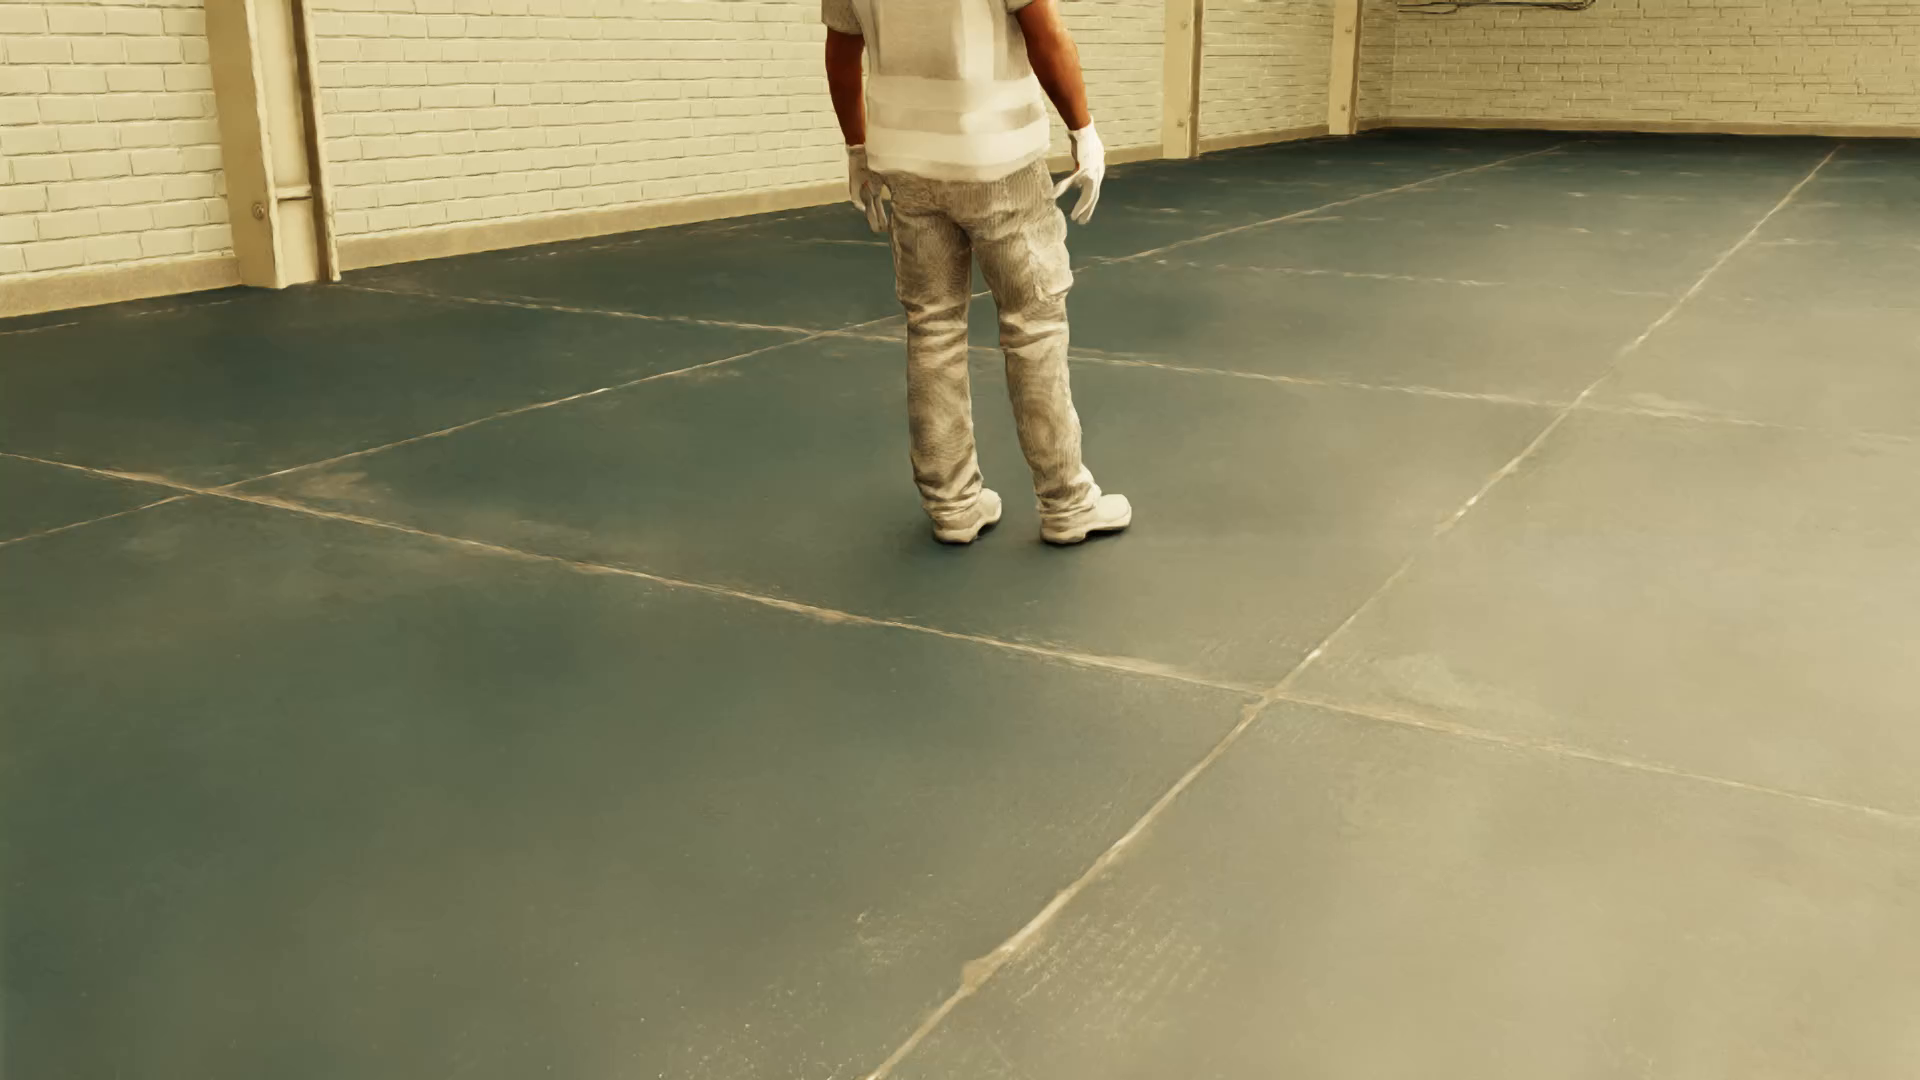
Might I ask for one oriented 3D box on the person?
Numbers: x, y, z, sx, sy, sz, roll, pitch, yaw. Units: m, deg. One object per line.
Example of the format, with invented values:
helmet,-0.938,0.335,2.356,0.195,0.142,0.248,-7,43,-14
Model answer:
person,0.042,-0.878,3.843,0.655,1.782,0.576,9,19,28
